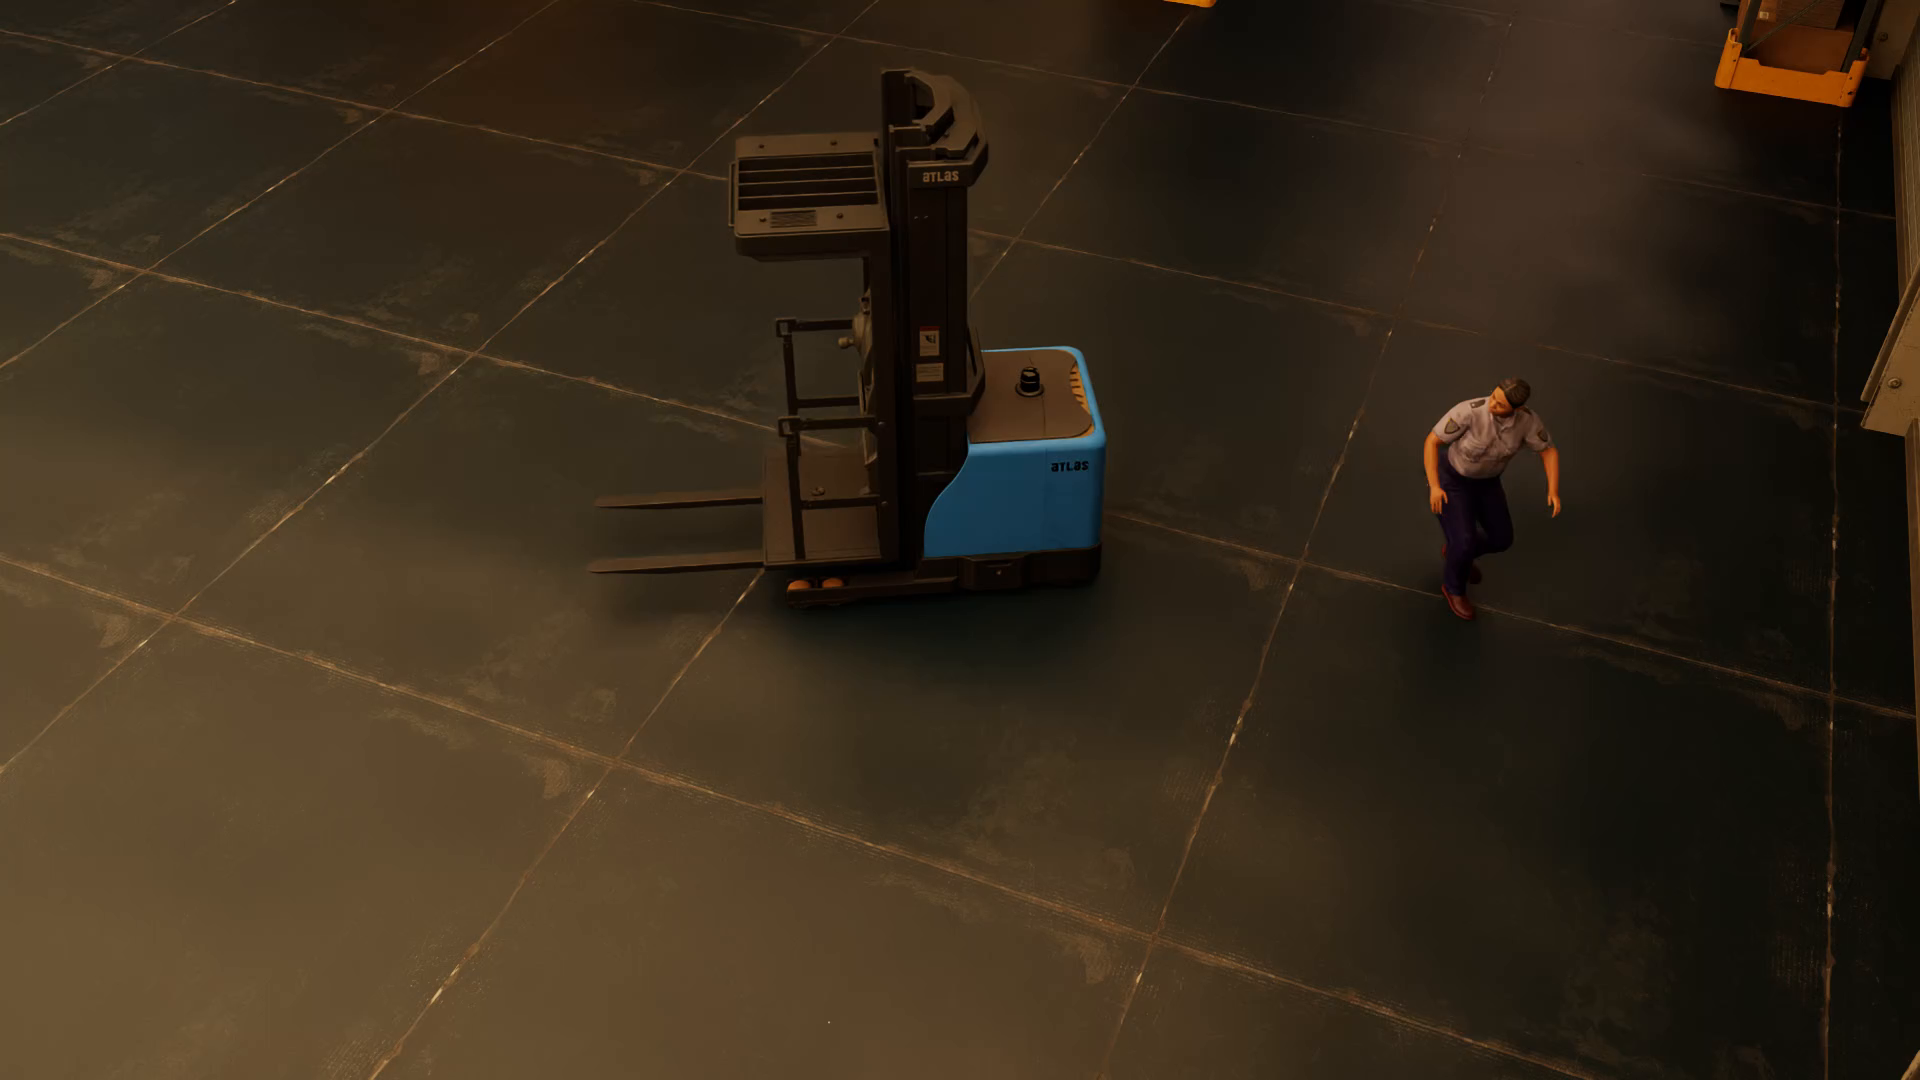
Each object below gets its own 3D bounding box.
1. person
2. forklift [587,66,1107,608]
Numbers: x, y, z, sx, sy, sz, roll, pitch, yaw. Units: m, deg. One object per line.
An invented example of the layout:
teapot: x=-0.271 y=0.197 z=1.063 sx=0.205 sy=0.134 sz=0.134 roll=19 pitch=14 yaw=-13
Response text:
person: x=2.963 y=-0.242 z=9.373 sx=0.760 sy=1.551 sz=0.705 roll=-12 pitch=41 yaw=-13
forklift: x=-0.707 y=-1.080 z=9.296 sx=3.031 sy=2.935 sz=1.130 roll=-4 pitch=40 yaw=-4
